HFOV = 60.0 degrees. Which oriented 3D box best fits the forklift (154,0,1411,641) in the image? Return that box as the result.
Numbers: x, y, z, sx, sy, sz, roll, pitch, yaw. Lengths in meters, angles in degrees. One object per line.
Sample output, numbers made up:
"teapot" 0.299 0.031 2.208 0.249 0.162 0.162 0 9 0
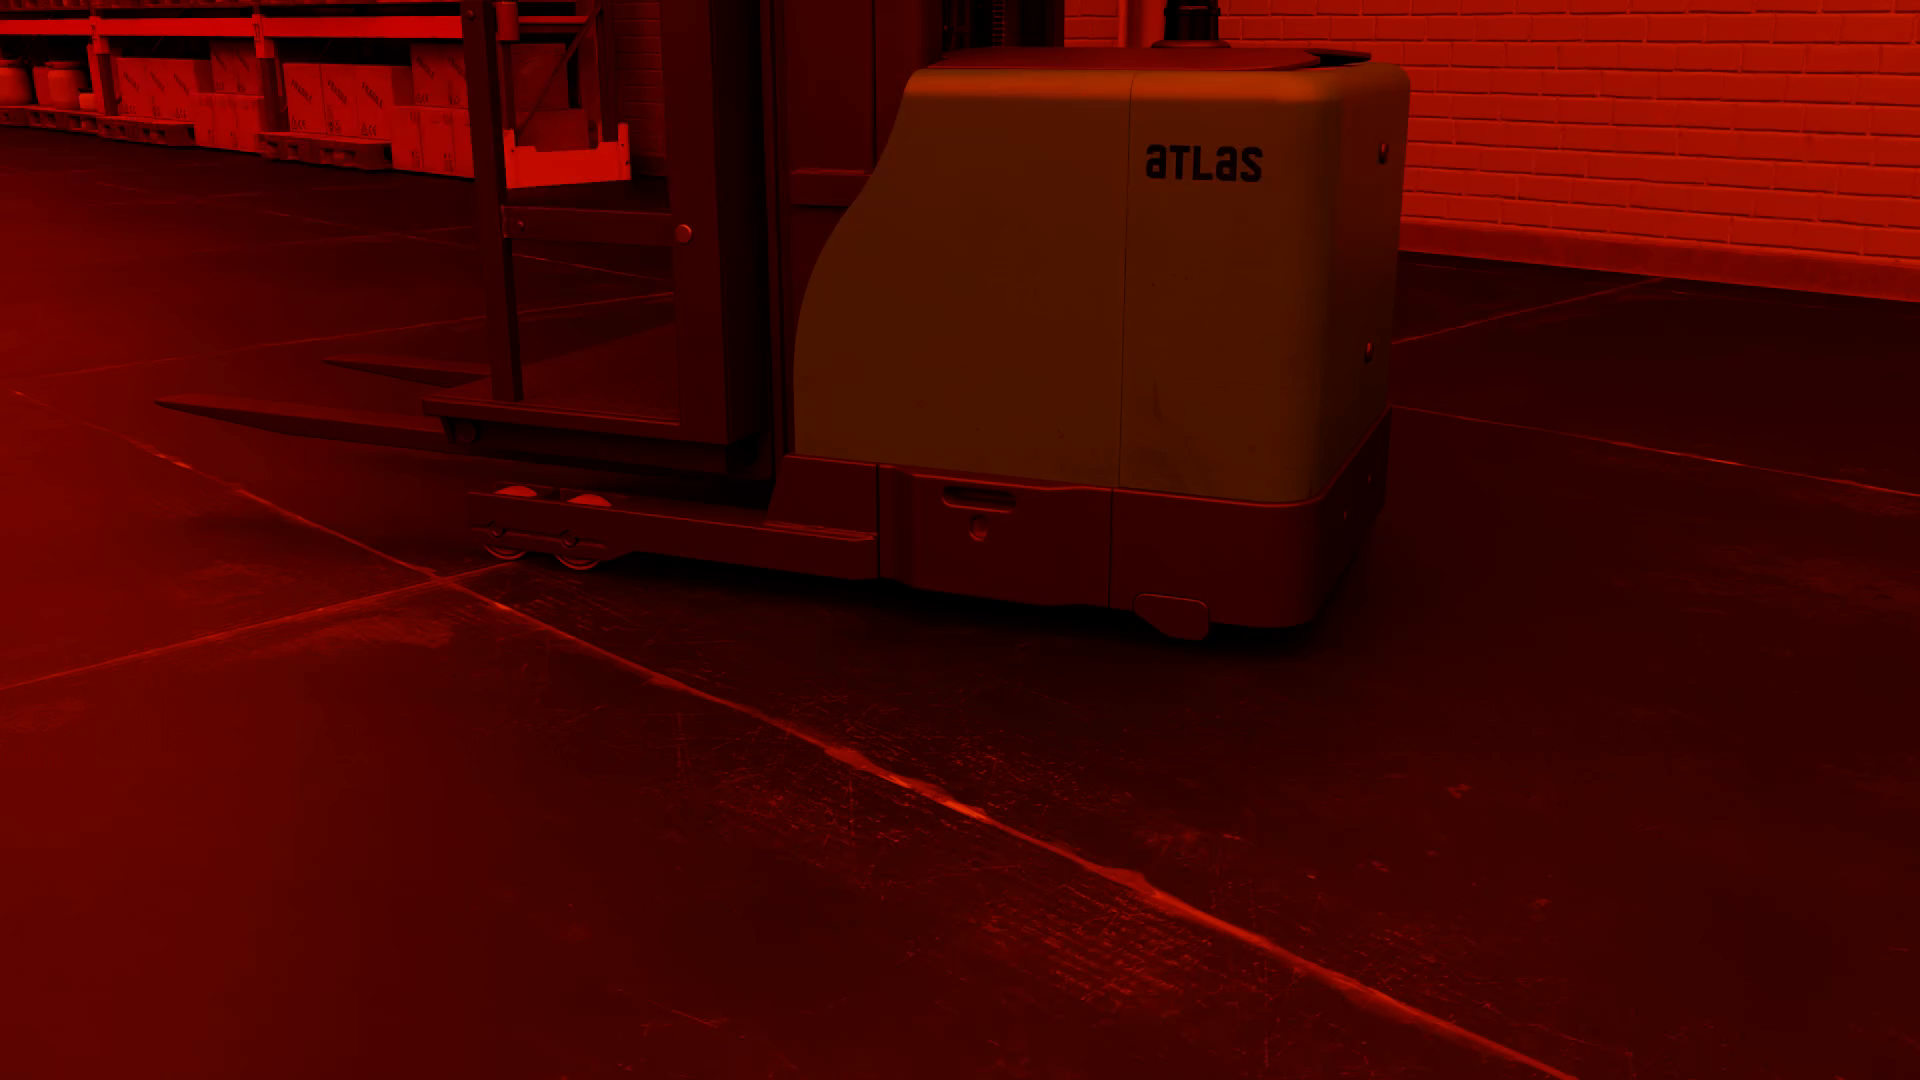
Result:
"forklift" -0.563 -1.469 3.684 3.031 2.935 1.130 7 18 21
